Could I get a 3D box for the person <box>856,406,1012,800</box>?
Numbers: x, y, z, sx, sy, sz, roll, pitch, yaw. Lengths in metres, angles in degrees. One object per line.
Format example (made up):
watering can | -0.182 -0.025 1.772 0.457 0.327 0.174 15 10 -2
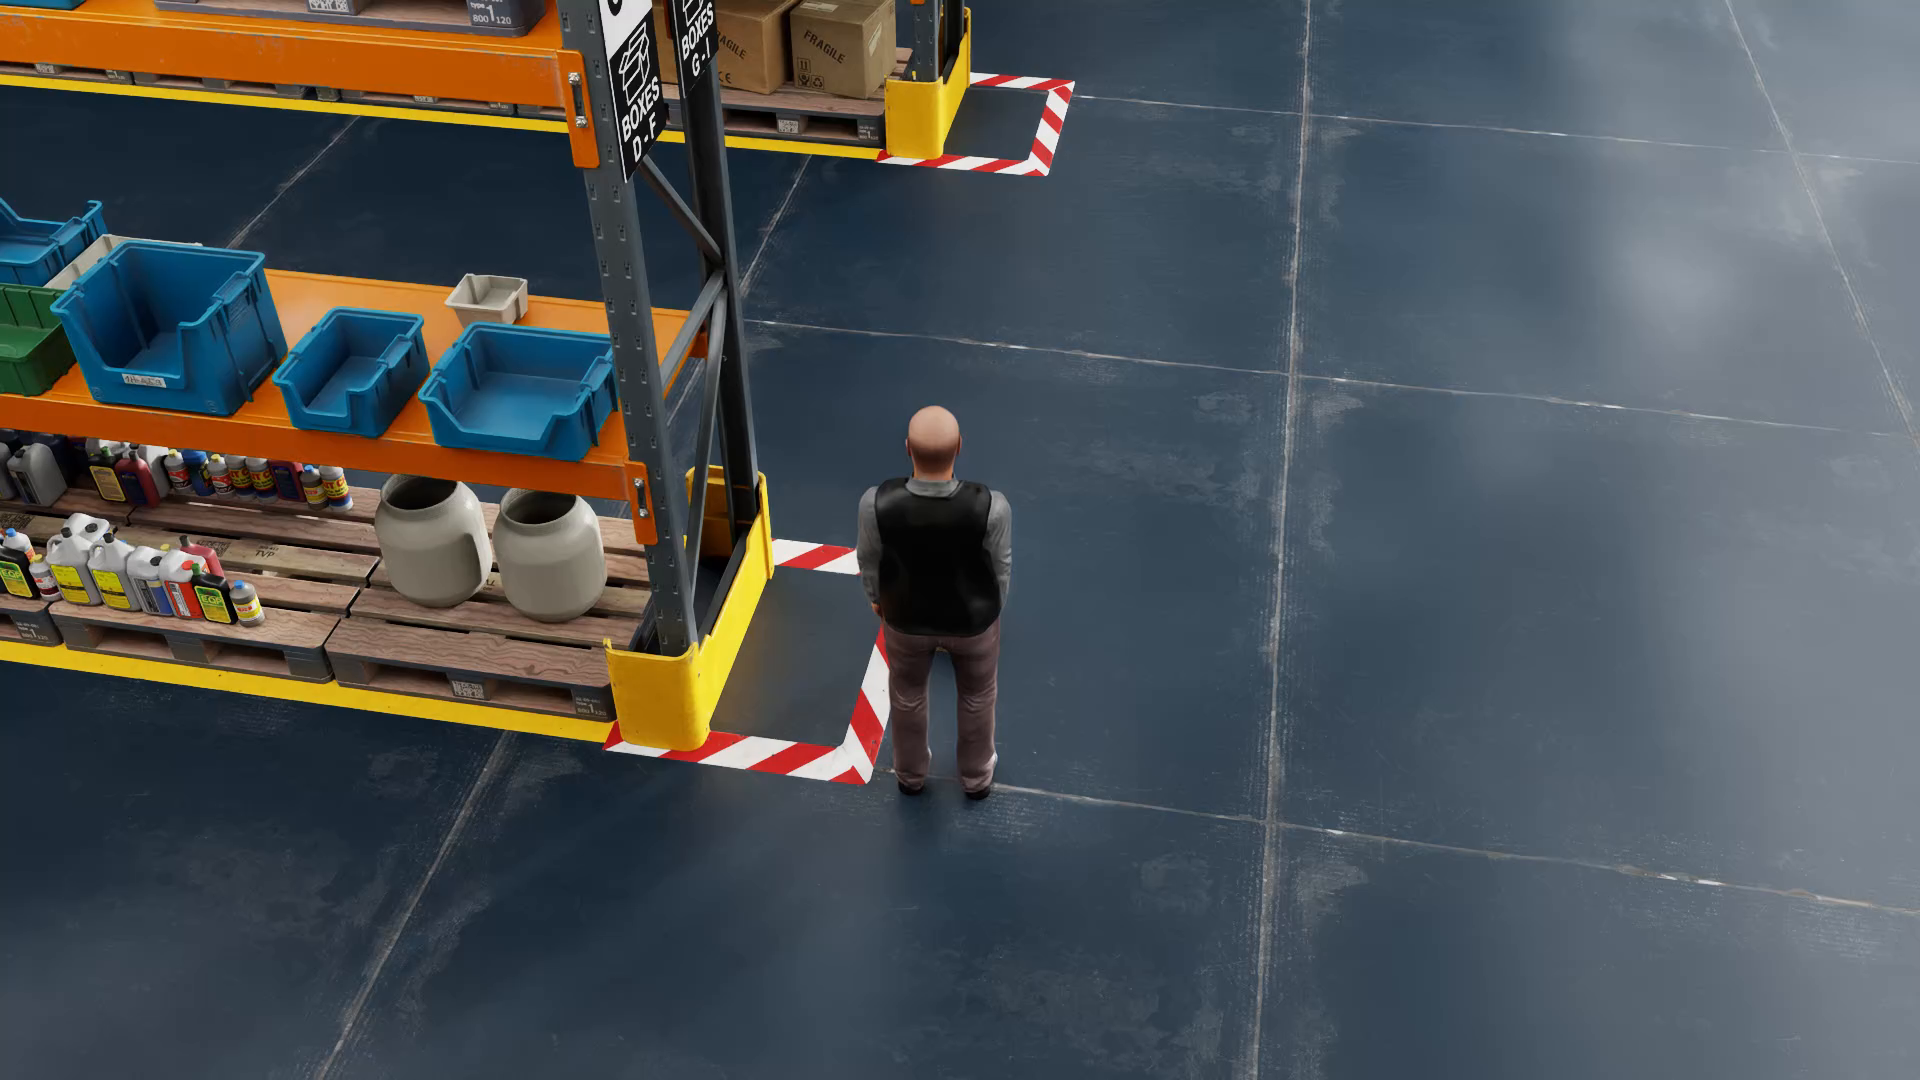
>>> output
person | -0.088 0.256 5.887 0.536 1.711 0.352 3 40 3
